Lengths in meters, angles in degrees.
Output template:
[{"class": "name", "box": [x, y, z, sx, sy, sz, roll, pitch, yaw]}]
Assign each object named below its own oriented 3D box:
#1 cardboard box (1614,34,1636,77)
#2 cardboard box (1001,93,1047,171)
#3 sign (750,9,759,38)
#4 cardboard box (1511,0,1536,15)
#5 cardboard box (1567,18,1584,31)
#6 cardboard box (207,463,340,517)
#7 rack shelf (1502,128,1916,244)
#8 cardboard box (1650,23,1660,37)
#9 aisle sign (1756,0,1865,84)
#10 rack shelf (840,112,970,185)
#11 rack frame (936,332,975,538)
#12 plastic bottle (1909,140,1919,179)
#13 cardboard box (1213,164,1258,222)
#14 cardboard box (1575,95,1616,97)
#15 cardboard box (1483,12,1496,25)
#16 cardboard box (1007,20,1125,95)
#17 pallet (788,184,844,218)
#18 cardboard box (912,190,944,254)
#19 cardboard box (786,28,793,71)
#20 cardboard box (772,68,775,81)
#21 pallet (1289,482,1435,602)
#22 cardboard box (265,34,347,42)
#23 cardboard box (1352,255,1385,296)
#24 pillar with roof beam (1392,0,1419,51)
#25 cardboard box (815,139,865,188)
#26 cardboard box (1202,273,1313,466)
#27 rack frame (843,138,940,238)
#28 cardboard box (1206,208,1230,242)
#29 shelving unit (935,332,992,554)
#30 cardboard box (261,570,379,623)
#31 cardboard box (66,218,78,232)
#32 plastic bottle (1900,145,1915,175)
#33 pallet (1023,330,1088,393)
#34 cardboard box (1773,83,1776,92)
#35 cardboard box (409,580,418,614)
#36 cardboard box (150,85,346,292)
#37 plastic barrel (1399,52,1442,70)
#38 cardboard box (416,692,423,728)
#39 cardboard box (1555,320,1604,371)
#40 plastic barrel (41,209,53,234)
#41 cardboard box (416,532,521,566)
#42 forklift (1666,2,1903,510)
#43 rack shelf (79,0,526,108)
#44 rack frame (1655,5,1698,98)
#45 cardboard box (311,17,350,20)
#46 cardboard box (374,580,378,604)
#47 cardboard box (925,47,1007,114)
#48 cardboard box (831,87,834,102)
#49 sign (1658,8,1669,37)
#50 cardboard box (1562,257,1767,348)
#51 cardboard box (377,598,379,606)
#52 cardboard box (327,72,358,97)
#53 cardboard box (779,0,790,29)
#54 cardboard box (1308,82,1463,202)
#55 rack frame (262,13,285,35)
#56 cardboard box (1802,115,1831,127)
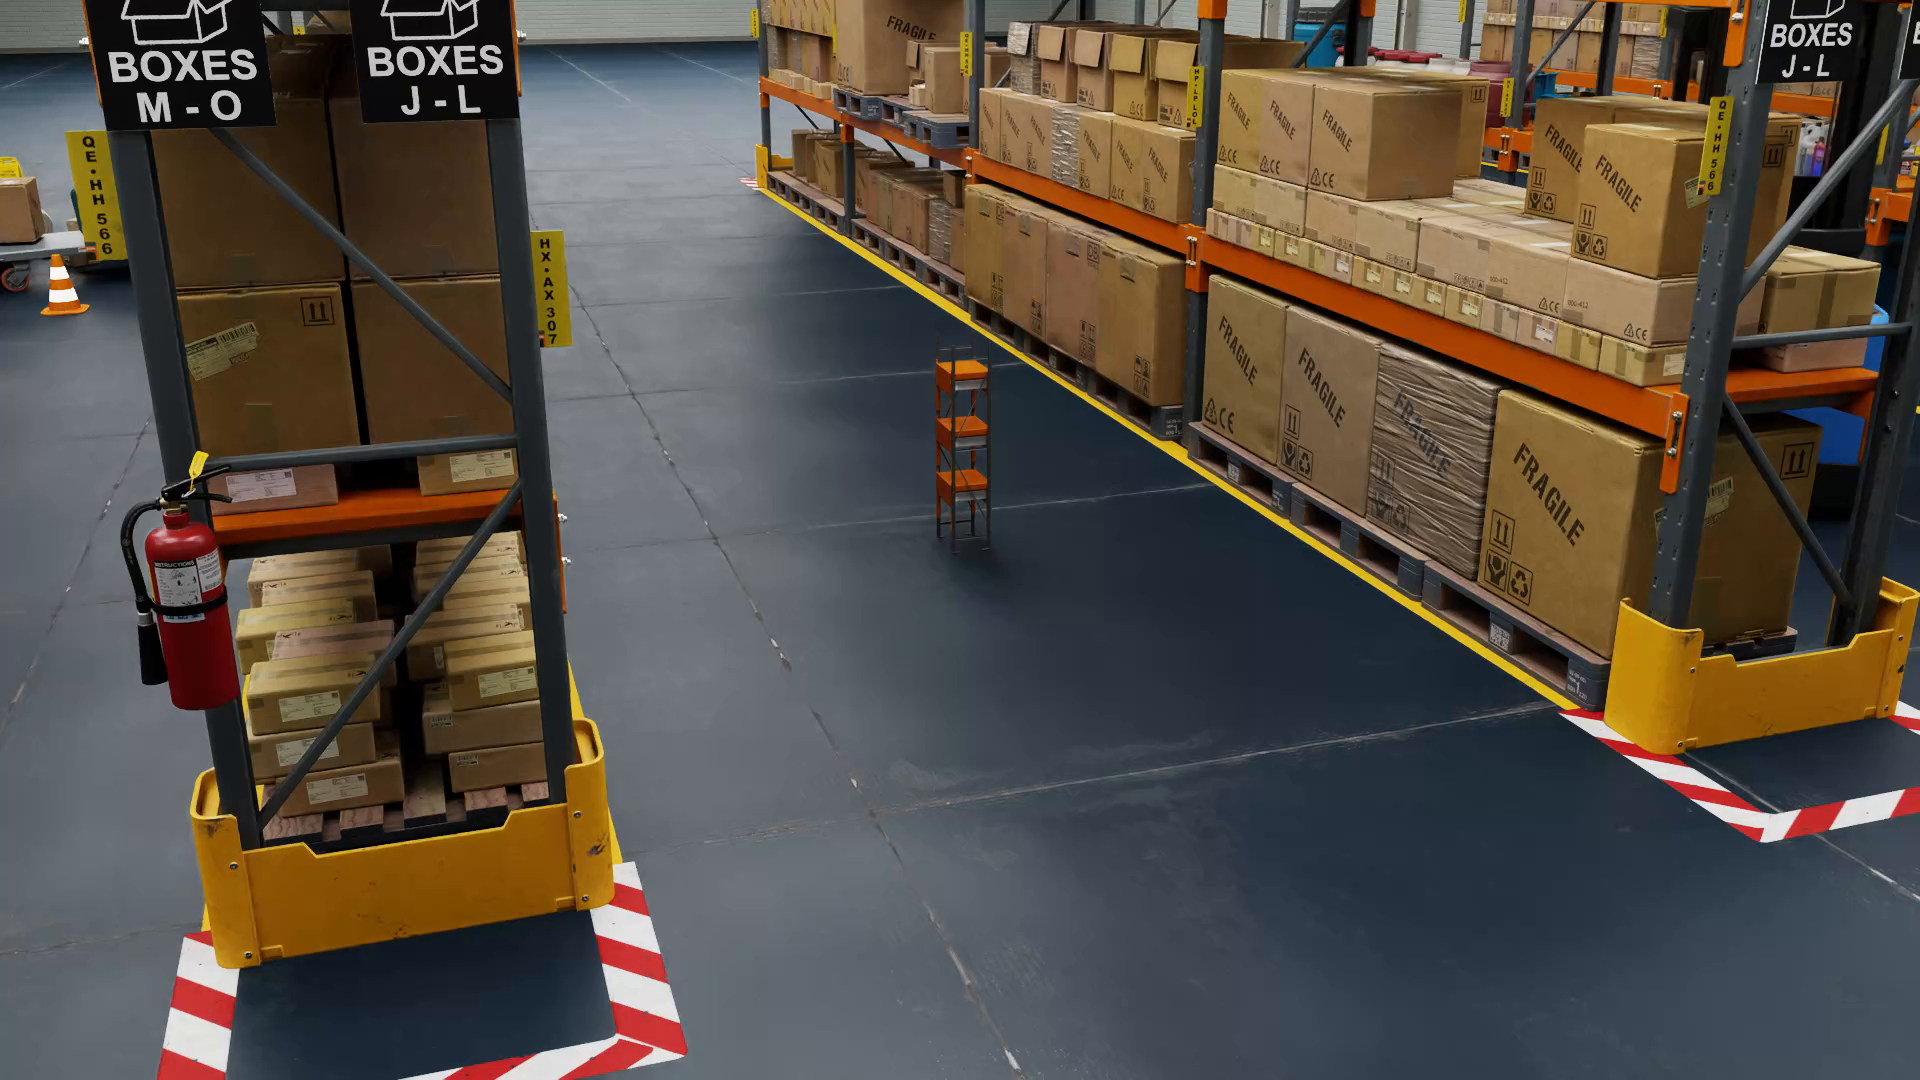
[{"class": "cardboard box", "box": [8.394, -5.989, 20.504, 0.700, 0.500, 0.500, -7, 21, -18]}, {"class": "cardboard box", "box": [0.622, -2.993, 12.165, 0.500, 0.500, 0.500, -7, 21, -19]}, {"class": "sign", "box": [-2.466, -6.213, 19.997, 0.100, 0.325, 0.005, -6, 21, -17]}, {"class": "cardboard box", "box": [7.776, -7.236, 22.058, 0.700, 0.500, 0.500, -7, 21, -19]}, {"class": "cardboard box", "box": [7.939, -6.541, 21.082, 0.380, 0.149, 0.250, -6, 21, -15]}, {"class": "cardboard box", "box": [-2.033, -0.191, 4.882, 0.380, 0.149, 0.250, -6, 21, -17]}, {"class": "rack shelf", "box": [5.894, -2.842, 12.956, 1.077, 0.370, 4.000, -6, 21, -17]}, {"class": "cardboard box", "box": [8.423, -6.048, 19.710, 0.380, 0.149, 0.250, -6, 21, -17]}, {"class": "aisle sign", "box": [2.816, -1.898, 5.417, 0.394, 0.787, 0.004, -6, 21, -17]}, {"class": "rack shelf", "box": [-0.065, -3.600, 15.065, 1.077, 0.370, 4.000, -6, 21, -17]}, {"class": "rack frame", "box": [-0.022, -0.516, 8.300, 0.200, 1.050, 0.008, -6, 21, -17]}, {"class": "plastic bottle", "box": [6.707, -2.676, 11.503, 0.144, 0.351, 0.185, -6, 21, -17]}, {"class": "cardboard box", "box": [1.720, -1.904, 9.061, 0.500, 0.250, 0.500, -7, 21, -18]}, {"class": "cardboard box", "box": [8.390, -5.551, 21.771, 0.500, 0.500, 0.500, -6, 21, -17]}, {"class": "cardboard box", "box": [7.373, -7.119, 22.690, 0.380, 0.149, 0.250, -7, 21, -18]}, {"class": "cardboard box", "box": [0.778, -3.579, 12.312, 0.797, 0.503, 0.637, -6, 21, -15]}, {"class": "pallet", "box": [-1.325, -3.872, 18.883, 1.003, 0.211, 1.213, -6, 21, -17]}, {"class": "cardboard box", "box": [-0.037, -2.898, 15.094, 0.700, 0.500, 0.500, -5, 20, -13]}, {"class": "cardboard box", "box": [-1.533, -5.724, 19.326, 0.875, 0.500, 0.500, -6, 21, -17]}, {"class": "cardboard box", "box": [-2.027, -5.546, 19.792, 0.380, 0.149, 0.250, -6, 21, -17]}, {"class": "pallet", "box": [2.373, -0.056, 8.260, 1.003, 0.211, 1.213, -6, 21, -17]}, {"class": "cardboard box", "box": [-3.009, -2.005, 7.495, 0.500, 0.500, 0.500, -6, 21, -16]}, {"class": "cardboard box", "box": [2.089, -1.264, 7.870, 0.380, 0.149, 0.250, -7, 21, -19]}, {"class": "pillar with roof beam", "box": [5.339, -13.527, 32.764, 9.100, 9.000, 0.400, -6, 21, -17]}, {"class": "cardboard box", "box": [-1.371, -4.292, 19.004, 0.500, 0.500, 0.500, -4, 20, -12]}, {"class": "cardboard box", "box": [1.952, -0.990, 9.258, 0.875, 0.875, 0.875, -6, 21, -17]}, {"class": "rack frame", "box": [-0.694, -4.580, 16.730, 1.000, 3.000, 0.127, -6, 21, -17]}, {"class": "cardboard box", "box": [1.598, -1.764, 9.263, 0.380, 0.149, 0.250, -6, 21, -17]}, {"class": "shelving unit", "box": [0.017, -0.477, 8.191, 0.215, 1.050, 0.252, -6, 21, -17]}, {"class": "cardboard box", "box": [-2.317, 0.240, 6.026, 0.380, 0.149, 0.250, -7, 21, -19]}, {"class": "cardboard box", "box": [-9.029, -3.263, 17.282, 0.380, 0.149, 0.250, 4, 20, 11]}, {"class": "plastic bottle", "box": [6.717, -2.686, 11.752, 0.097, 0.201, 0.097, 0, 20, 0]}, {"class": "pallet", "box": [1.120, -1.332, 11.813, 1.003, 0.211, 1.213, -6, 21, -17]}, {"class": "cardboard box", "box": [9.103, -5.261, 18.479, 0.500, 0.500, 0.500, -5, 20, -13]}, {"class": "cardboard box", "box": [-1.928, 0.242, 6.461, 0.380, 0.149, 0.250, -7, 21, -20]}, {"class": "cardboard box", "box": [-2.042, -1.013, 4.731, 0.500, 0.500, 0.500, -7, 21, -18]}, {"class": "plastic barrel", "box": [4.467, -4.466, 16.211, 0.433, 0.535, 0.433, 0, 20, 0]}, {"class": "cardboard box", "box": [-1.768, 0.553, 6.035, 0.380, 0.149, 0.250, -6, 21, -17]}, {"class": "cardboard box", "box": [2.570, -0.773, 6.504, 0.380, 0.149, 0.250, -6, 21, -17]}, {"class": "plastic barrel", "box": [-9.272, -3.096, 16.411, 0.512, 0.421, 0.421, 8, 21, 20]}, {"class": "cardboard box", "box": [-1.898, 0.094, 6.433, 0.380, 0.149, 0.250, -6, 20, -15]}, {"class": "forklift", "box": [4.599, -1.999, 9.647, 1.130, 2.935, 3.031, 5, 20, 14]}, {"class": "rack shelf", "box": [-2.291, -1.950, 6.034, 1.077, 0.370, 4.000, -6, 21, -17]}, {"class": "rack frame", "box": [8.712, -5.631, 19.657, 1.000, 3.000, 0.127, -6, 21, -17]}, {"class": "cardboard box", "box": [-4.632, -3.791, 12.907, 0.700, 0.500, 0.500, -7, 21, -18]}, {"class": "cardboard box", "box": [-2.502, 0.215, 6.537, 0.380, 0.149, 0.250, -5, 20, -14]}, {"class": "cardboard box", "box": [0.085, -3.879, 14.009, 0.700, 0.500, 0.500, -3, 20, -9]}, {"class": "cardboard box", "box": [-1.110, -4.581, 17.104, 0.380, 0.149, 0.250, -6, 21, -17]}, {"class": "sign", "box": [8.185, -6.017, 19.332, 0.100, 0.325, 0.005, -6, 21, -17]}, {"class": "cardboard box", "box": [2.674, -0.926, 6.339, 0.500, 0.250, 0.500, -7, 21, -18]}, {"class": "cardboard box", "box": [-2.500, 0.354, 6.589, 0.380, 0.149, 0.250, -6, 21, -16]}, {"class": "cardboard box", "box": [-1.716, -1.226, 5.325, 0.500, 0.500, 0.500, -6, 21, -16]}, {"class": "cardboard box", "box": [-1.728, -5.994, 18.601, 0.500, 0.500, 0.500, -6, 21, -17]}, {"class": "cardboard box", "box": [2.044, -1.929, 8.022, 0.500, 0.500, 0.500, -7, 21, -19]}, {"class": "rack frame", "box": [-2.920, -1.518, 8.206, 1.000, 3.000, 0.127, -6, 21, -17]}, {"class": "cardboard box", "box": [12.467, -5.970, 23.926, 0.500, 0.311, 0.500, -5, 20, -13]}]
